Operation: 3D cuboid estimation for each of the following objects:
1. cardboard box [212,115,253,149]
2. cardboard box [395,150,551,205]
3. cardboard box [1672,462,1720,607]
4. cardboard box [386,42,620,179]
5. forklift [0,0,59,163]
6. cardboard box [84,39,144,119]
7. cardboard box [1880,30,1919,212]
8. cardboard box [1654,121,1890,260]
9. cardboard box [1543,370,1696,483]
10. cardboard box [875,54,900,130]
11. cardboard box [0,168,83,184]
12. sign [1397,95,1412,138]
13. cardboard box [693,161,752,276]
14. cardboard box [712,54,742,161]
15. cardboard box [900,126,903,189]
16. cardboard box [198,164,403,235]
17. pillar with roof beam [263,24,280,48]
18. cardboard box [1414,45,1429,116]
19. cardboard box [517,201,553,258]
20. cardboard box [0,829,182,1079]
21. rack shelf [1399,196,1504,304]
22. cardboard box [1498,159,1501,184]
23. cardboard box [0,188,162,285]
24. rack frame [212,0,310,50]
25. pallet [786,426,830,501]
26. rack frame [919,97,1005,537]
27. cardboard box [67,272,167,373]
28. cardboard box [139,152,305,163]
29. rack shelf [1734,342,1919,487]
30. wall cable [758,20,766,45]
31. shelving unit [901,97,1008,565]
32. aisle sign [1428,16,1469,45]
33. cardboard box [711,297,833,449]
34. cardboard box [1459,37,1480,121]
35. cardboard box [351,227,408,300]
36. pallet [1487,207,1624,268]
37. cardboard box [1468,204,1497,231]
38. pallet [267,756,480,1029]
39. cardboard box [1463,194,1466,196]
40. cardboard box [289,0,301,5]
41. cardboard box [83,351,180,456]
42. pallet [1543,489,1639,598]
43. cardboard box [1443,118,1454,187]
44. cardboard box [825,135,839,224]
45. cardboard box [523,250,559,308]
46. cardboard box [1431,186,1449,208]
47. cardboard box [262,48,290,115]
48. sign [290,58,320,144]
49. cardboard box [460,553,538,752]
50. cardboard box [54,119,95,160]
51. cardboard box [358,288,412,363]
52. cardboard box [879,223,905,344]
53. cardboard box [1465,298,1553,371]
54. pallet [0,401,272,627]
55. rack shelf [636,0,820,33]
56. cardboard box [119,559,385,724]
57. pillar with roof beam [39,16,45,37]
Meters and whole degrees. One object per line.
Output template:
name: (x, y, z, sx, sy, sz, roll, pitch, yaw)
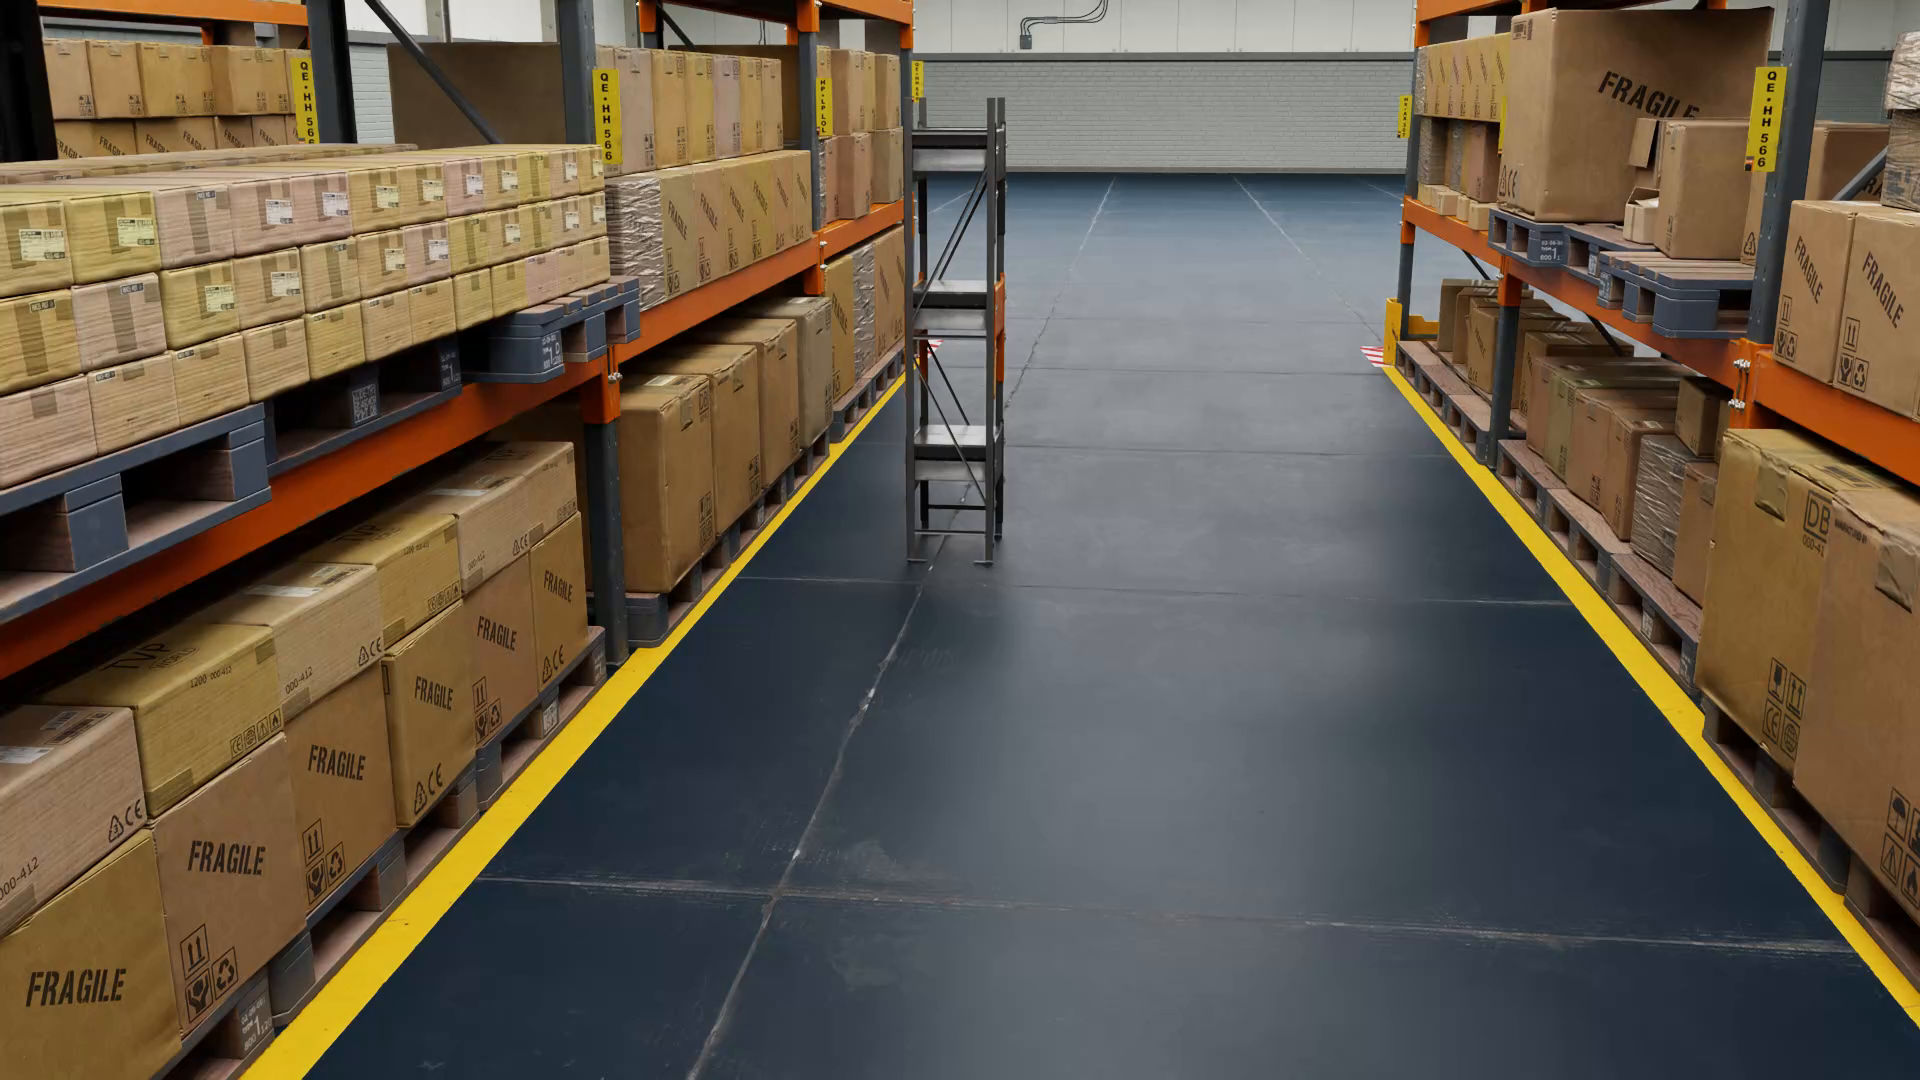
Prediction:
cardboard box: (-5.723, -2.965, 12.619, 0.500, 0.500, 0.500, 2, 15, 6)
cardboard box: (-1.447, -1.082, 4.953, 0.380, 0.149, 0.250, 2, 15, 8)
cardboard box: (3.185, 0.005, 6.341, 0.700, 0.500, 0.500, 1, 15, 3)
cardboard box: (-1.727, -1.634, 6.351, 0.700, 0.500, 0.500, 2, 15, 6)
forklift: (-4.559, -1.202, 6.992, 3.031, 2.935, 1.130, 8, 17, 28)
cardboard box: (-5.922, -3.058, 11.047, 0.700, 0.500, 0.500, 2, 15, 7)
cardboard box: (3.031, -1.158, 4.584, 0.797, 0.503, 0.637, 2, 15, 8)
cardboard box: (3.114, -1.354, 6.428, 0.700, 0.500, 0.500, 4, 16, 15)
cardboard box: (3.417, -0.576, 8.491, 0.700, 0.500, 0.500, 2, 15, 6)
cardboard box: (-0.936, -3.415, 12.688, 0.875, 0.550, 0.550, 2, 15, 6)
cardboard box: (-2.240, -0.766, 3.785, 0.380, 0.149, 0.250, 1, 15, 4)
sign: (3.493, -3.323, 13.047, 0.100, 0.325, 0.005, 2, 15, 6)
cardboard box: (-1.298, -1.535, 7.902, 0.500, 0.500, 0.500, 2, 15, 6)
cardboard box: (-1.500, -2.162, 8.303, 0.700, 0.500, 0.500, 2, 15, 7)
cardboard box: (-0.882, -3.036, 13.358, 0.875, 0.550, 0.550, 2, 15, 6)
cardboard box: (-1.566, -0.812, 3.955, 0.380, 0.149, 0.250, 2, 15, 8)
pillar with roof beam: (-6.090, -9.054, 24.406, 9.100, 9.000, 0.400, 2, 15, 6)
cardboard box: (3.699, -3.429, 12.421, 0.500, 0.500, 0.500, 2, 15, 6)
cardboard box: (-1.446, -0.933, 4.972, 0.380, 0.149, 0.250, 2, 15, 8)
cardboard box: (-1.892, 0.871, 3.179, 0.500, 0.500, 0.500, 2, 15, 8)
rack shelf: (3.806, -2.023, 11.276, 1.077, 0.370, 4.000, 2, 15, 6)
cardboard box: (3.784, -2.287, 10.113, 0.875, 0.500, 0.500, 2, 15, 6)
cardboard box: (-1.681, -0.545, 2.970, 0.380, 0.149, 0.250, 2, 15, 7)
rack frame: (-5.815, -3.181, 14.180, 1.000, 3.000, 0.127, 2, 15, 6)
pallet: (-1.348, -0.476, 9.517, 1.003, 0.211, 1.213, 2, 15, 6)
rack frame: (0.009, -1.034, 7.963, 0.400, 2.100, 0.015, 2, 15, 6)
cardboard box: (-1.682, -0.397, 2.991, 0.380, 0.149, 0.250, 2, 15, 8)
cardboard box: (-2.122, -1.039, 4.796, 0.380, 0.149, 0.250, 1, 15, 4)
rack shelf: (2.904, 0.052, 3.603, 1.077, 0.370, 4.000, 2, 15, 6)
wall cable: (-6.690, -13.075, 45.227, 3.097, 2.526, 0.112, 2, 15, 6)
shelving unit: (-0.019, -0.971, 7.729, 0.431, 2.100, 0.503, 2, 15, 6)
aisle sign: (3.741, -4.169, 12.854, 0.394, 0.787, 0.004, 2, 15, 6)
cardboard box: (-1.317, -0.977, 9.535, 1.050, 0.750, 0.750, 2, 15, 6)
cardboard box: (3.470, -2.911, 10.503, 0.500, 0.500, 0.500, 2, 15, 6)
cardboard box: (-1.563, -0.669, 3.995, 0.380, 0.149, 0.250, 1, 15, 5)
pallet: (3.350, -1.565, 8.572, 1.003, 0.211, 1.213, 2, 15, 6)
cardboard box: (3.356, -1.991, 10.259, 0.380, 0.149, 0.250, 2, 15, 6)
pallet: (-2.017, 0.878, 4.512, 1.003, 0.211, 1.213, 2, 15, 6)
cardboard box: (3.601, -2.246, 11.204, 0.380, 0.149, 0.250, 2, 15, 6)
cardboard box: (-5.577, -4.407, 13.449, 0.380, 0.149, 0.250, 2, 15, 7)
cardboard box: (-1.680, -0.256, 3.040, 0.380, 0.149, 0.250, 2, 15, 7)
pallet: (3.359, 0.013, 7.708, 1.003, 0.211, 1.213, 2, 15, 6)
cardboard box: (4.005, -2.806, 12.032, 0.875, 0.500, 0.500, 2, 15, 6)
cardboard box: (-1.267, -2.336, 10.767, 0.875, 0.550, 0.550, 2, 15, 6)
cardboard box: (-1.445, -0.796, 5.035, 0.380, 0.149, 0.250, 2, 15, 7)
cardboard box: (3.665, -2.507, 12.168, 0.380, 0.149, 0.250, 2, 15, 6)
cardboard box: (-5.720, -3.586, 13.000, 0.700, 0.500, 0.500, 2, 15, 7)
sign: (-2.339, -1.561, 5.971, 0.100, 0.325, 0.005, 2, 15, 6)
cardboard box: (-1.664, 0.330, 5.179, 0.500, 0.500, 0.500, 2, 15, 9)
cardboard box: (-5.939, -2.442, 10.683, 0.500, 0.500, 0.500, 2, 15, 6)
cardboard box: (-1.564, -0.523, 4.028, 0.380, 0.149, 0.250, 1, 15, 4)
cardboard box: (-0.896, -2.061, 13.303, 0.875, 0.875, 0.875, 2, 15, 7)
cardboard box: (3.822, -1.406, 11.600, 0.500, 0.500, 0.500, 3, 15, 11)
pallet: (-2.008, -0.051, 2.970, 1.003, 0.211, 1.213, 2, 15, 6)
rack shelf: (-1.562, -2.606, 7.685, 1.077, 0.370, 4.000, 2, 15, 6)
cardboard box: (-1.774, 0.238, 4.081, 0.500, 0.250, 0.500, 2, 15, 8)
pillar with roof beam: (-6.767, -7.498, 18.651, 9.100, 9.000, 0.400, 2, 15, 6)
